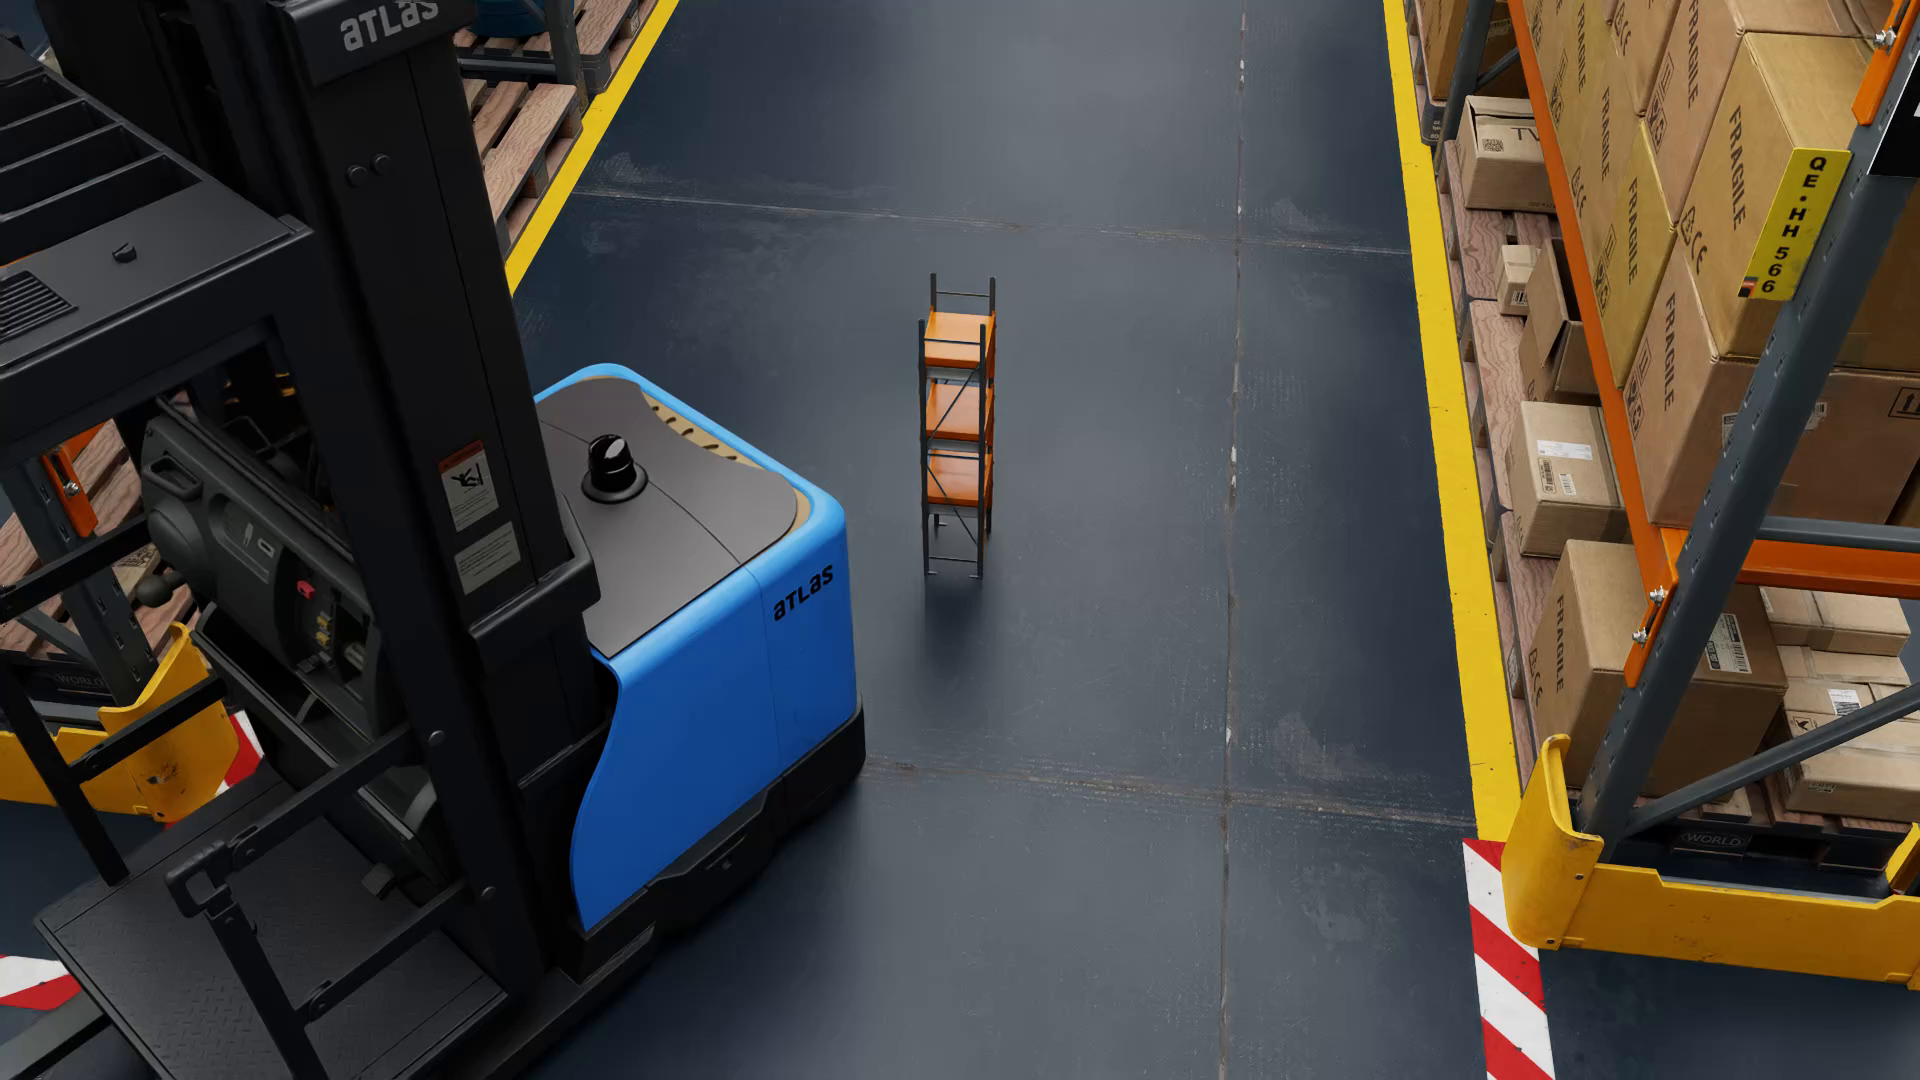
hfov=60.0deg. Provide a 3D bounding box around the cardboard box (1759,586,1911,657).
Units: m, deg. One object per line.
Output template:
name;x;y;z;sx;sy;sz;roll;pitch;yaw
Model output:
cardboard box;2.526;0.166;5.073;0.500;0.250;0.500;5;44;6

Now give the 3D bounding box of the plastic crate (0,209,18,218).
plastic crate;-2.874;-0.939;4.708;0.396;0.136;0.243;5;44;6

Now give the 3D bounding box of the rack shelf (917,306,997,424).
rack shelf;-0.007;-0.543;5.163;0.215;0.259;0.240;5;44;6

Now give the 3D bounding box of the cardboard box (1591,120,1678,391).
cardboard box;1.962;-0.708;4.243;0.500;0.500;0.500;6;44;6

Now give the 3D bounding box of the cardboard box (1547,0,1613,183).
cardboard box;2.100;-1.391;4.964;0.500;0.500;0.500;5;44;5

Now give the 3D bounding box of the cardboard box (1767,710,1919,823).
cardboard box;2.503;0.634;4.653;0.380;0.149;0.250;5;44;6

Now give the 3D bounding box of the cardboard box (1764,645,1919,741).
cardboard box;2.536;0.457;4.826;0.380;0.166;0.250;5;44;6

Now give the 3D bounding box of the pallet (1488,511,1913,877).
pallet;2.222;0.430;5.143;1.003;0.211;1.213;5;44;6

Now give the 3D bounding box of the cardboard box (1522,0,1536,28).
cardboard box;2.234;-2.078;5.690;0.500;0.500;0.500;6;44;6

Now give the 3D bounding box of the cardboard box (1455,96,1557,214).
cardboard box;2.366;-1.631;6.926;0.500;0.311;0.500;5;44;6

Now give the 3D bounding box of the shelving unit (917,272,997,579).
shelving unit;-0.007;-0.345;5.351;0.215;1.050;0.252;5;44;6

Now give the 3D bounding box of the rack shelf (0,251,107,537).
rack shelf;-2.538;-1.542;5.720;1.077;0.370;4.000;5;44;6

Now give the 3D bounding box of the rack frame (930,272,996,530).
rack frame;0.009;-0.428;5.438;0.200;1.050;0.008;5;44;6

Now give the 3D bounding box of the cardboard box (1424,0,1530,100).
cardboard box;2.417;-2.328;7.525;0.500;0.500;0.500;5;44;5

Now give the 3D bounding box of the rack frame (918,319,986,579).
rack frame;-0.023;-0.262;5.263;0.200;1.050;0.008;5;44;6

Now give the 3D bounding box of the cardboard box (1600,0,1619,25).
cardboard box;2.091;-1.763;4.631;0.500;0.500;0.500;6;44;7

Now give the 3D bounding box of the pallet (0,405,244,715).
pallet;-2.655;0.014;5.582;1.003;0.211;1.213;5;44;6

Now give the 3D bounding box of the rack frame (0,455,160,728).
rack frame;-2.802;-0.440;4.033;1.000;3.000;0.127;5;44;6

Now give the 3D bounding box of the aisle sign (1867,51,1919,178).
aisle sign;1.794;-0.913;2.642;0.394;0.787;0.004;5;44;6

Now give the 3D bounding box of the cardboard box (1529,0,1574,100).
cardboard box;2.166;-1.737;5.330;0.500;0.500;0.500;5;44;5

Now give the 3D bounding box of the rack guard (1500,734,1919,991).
rack guard;2.117;0.868;4.469;1.175;0.500;0.348;5;44;6

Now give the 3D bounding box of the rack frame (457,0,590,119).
rack frame;-2.273;-3.166;6.912;1.000;3.000;0.127;5;44;6

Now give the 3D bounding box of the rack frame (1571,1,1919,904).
rack frame;2.107;0.012;3.555;1.000;3.000;0.127;5;44;6

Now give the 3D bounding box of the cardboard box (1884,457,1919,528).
cardboard box;2.427;-0.302;3.815;0.500;0.500;0.500;6;44;6

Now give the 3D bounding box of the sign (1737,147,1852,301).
sign;1.560;-0.587;3.116;0.100;0.325;0.005;5;44;6

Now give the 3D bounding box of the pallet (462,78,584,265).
pallet;-2.332;-1.649;7.338;1.003;0.211;1.213;5;44;6

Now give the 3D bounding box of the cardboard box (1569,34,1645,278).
cardboard box;2.033;-1.047;4.602;0.500;0.500;0.500;6;44;6

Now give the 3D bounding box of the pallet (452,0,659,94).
pallet;-2.130;-2.676;8.423;1.003;0.211;1.213;5;44;6

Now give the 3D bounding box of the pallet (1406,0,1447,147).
pallet;2.706;-2.259;7.982;1.003;0.211;1.213;5;44;6

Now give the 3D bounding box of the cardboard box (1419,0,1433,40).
cardboard box;2.491;-2.664;7.880;0.500;0.500;0.500;5;44;6

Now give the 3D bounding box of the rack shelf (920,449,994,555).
rack shelf;-0.007;-0.135;5.549;0.215;0.259;0.240;5;44;6

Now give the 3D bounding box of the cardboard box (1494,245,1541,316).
cardboard box;2.262;-0.988;6.352;0.380;0.166;0.250;5;44;6

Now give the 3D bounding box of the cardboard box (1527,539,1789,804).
cardboard box;1.935;0.367;4.678;0.500;0.500;0.500;5;44;6

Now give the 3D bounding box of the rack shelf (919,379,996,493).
rack shelf;-0.007;-0.337;5.358;0.215;0.259;0.240;5;44;6

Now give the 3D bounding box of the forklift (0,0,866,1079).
forklift;-1.638;0.161;3.449;1.130;2.935;3.031;32;52;29

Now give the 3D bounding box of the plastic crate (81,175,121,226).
plastic crate;-2.356;-0.988;4.690;0.416;0.233;0.300;5;44;6

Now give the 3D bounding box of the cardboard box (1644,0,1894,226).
cardboard box;1.959;-1.060;3.887;0.500;0.500;0.500;6;44;7

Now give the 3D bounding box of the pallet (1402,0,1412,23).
pallet;2.865;-3.093;8.863;1.003;0.211;1.213;5;44;6

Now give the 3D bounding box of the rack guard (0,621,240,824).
rack guard;-2.793;0.485;4.874;1.175;0.500;0.348;5;44;6

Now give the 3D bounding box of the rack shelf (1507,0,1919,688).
rack shelf;2.372;-1.089;5.242;1.077;0.370;4.000;5;44;6

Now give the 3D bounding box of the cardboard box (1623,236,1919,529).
cardboard box;1.897;-0.354;3.869;0.500;0.500;0.500;6;44;7

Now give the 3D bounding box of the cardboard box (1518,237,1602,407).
cardboard box;2.393;-0.686;5.789;0.797;0.503;0.637;5;44;6

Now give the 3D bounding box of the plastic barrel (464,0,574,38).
plastic barrel;-2.185;-2.926;7.879;0.600;0.901;0.708;5;44;6

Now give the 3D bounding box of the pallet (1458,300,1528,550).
pallet;2.385;-0.399;6.018;1.003;0.211;1.213;5;44;6

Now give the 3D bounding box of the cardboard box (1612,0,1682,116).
cardboard box;2.023;-1.413;4.261;0.500;0.500;0.500;6;44;7

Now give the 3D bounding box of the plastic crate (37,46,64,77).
plastic crate;-2.788;-1.530;5.333;0.298;0.136;0.250;5;44;6

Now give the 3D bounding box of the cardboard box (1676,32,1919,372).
cardboard box;1.893;-0.715;3.524;0.500;0.500;0.500;5;44;5

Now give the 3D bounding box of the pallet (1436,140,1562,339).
pallet;2.544;-1.233;6.899;1.003;0.211;1.213;5;44;6

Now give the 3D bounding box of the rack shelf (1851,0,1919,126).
rack shelf;2.372;-2.179;4.211;1.077;0.370;4.000;5;44;6

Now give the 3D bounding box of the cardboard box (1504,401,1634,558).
cardboard box;2.090;-0.187;5.445;0.500;0.250;0.500;5;44;6

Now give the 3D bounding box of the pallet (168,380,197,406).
pallet;-2.491;-0.815;6.458;1.003;0.211;1.213;5;44;6

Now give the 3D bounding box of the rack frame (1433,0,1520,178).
rack frame;2.636;-2.714;6.434;1.000;3.000;0.127;5;44;6
